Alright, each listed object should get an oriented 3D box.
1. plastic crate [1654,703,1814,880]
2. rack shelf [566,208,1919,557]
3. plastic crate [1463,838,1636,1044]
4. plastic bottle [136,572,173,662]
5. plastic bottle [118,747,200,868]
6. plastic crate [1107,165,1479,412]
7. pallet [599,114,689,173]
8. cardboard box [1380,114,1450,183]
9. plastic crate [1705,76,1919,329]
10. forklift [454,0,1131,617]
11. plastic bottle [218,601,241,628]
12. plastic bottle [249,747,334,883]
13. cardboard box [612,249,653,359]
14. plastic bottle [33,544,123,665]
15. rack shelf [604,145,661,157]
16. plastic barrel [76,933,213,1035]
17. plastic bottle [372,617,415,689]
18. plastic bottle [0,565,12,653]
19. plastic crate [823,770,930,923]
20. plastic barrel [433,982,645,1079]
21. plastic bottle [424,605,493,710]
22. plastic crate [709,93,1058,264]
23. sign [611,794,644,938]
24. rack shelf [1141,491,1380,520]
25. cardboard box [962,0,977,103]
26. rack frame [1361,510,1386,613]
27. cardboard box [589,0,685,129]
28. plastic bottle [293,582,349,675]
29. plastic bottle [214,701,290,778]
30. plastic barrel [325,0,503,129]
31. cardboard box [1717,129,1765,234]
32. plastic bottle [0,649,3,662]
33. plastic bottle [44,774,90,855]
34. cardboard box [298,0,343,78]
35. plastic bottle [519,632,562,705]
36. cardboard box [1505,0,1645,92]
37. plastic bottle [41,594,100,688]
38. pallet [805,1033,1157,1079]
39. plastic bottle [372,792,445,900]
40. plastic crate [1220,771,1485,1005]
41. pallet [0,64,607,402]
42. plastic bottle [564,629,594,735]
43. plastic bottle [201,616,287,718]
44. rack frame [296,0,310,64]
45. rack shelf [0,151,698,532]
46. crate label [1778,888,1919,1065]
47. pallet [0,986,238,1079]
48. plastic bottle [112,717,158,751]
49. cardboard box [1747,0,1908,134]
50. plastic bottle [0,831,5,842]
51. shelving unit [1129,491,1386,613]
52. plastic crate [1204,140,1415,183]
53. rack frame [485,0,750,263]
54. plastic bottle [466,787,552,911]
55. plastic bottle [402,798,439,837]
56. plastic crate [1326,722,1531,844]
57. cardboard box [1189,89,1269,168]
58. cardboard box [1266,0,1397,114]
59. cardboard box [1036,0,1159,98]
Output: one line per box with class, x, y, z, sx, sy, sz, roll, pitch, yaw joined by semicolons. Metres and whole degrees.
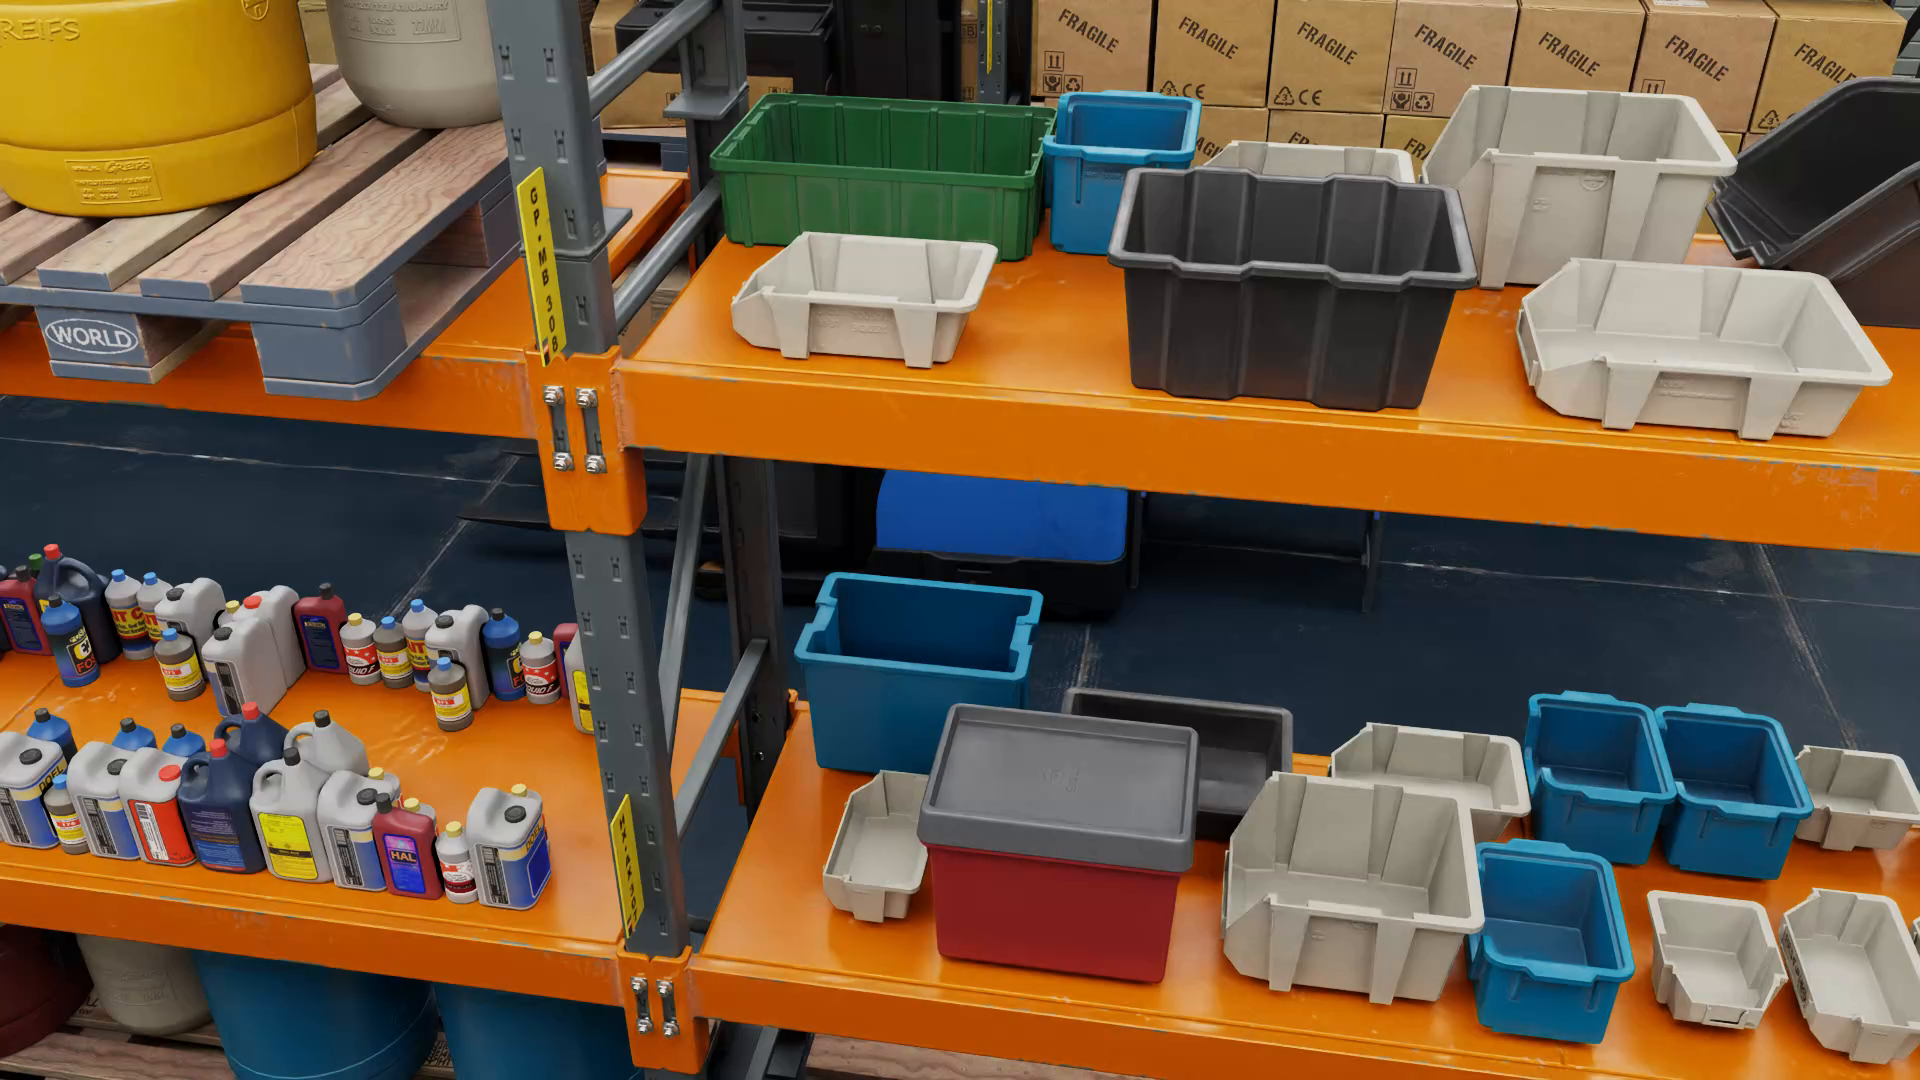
plastic crate;1.843;0.618;4.036;0.300;0.233;0.416;5;32;8
rack shelf;1.358;-0.260;3.190;4.000;0.370;1.077;5;32;8
plastic crate;1.262;0.881;3.617;0.300;0.233;0.416;5;32;8
plastic bottle;-2.257;0.214;4.703;0.097;0.271;0.097;0;32;0
plastic bottle;-1.914;0.636;4.023;0.135;0.276;0.152;5;32;8
plastic crate;0.564;-0.434;2.912;0.590;0.269;0.497;5;32;8
pallet;-1.802;-2.167;8.566;1.213;0.211;1.003;5;32;8
cardboard box;2.179;-1.783;7.676;0.500;0.500;0.500;5;32;8
plastic crate;1.869;-0.641;3.178;0.767;0.338;0.504;5;32;8
forklift;-0.744;-1.244;6.975;3.031;2.935;1.130;4;32;6
plastic bottle;-2.029;0.264;4.688;0.097;0.201;0.097;0;32;0
plastic bottle;-1.575;0.638;3.951;0.185;0.351;0.144;5;32;8
cardboard box;-1.793;-1.221;8.816;0.500;0.500;0.500;4;32;7
plastic bottle;-2.496;0.171;4.696;0.185;0.351;0.144;5;32;8
rack shelf;-1.748;-1.936;8.694;4.000;0.370;1.077;5;32;8
plastic barrel;-2.387;1.186;4.977;0.421;0.512;0.421;0;32;0
plastic bottle;-1.572;0.305;4.622;0.097;0.201;0.097;0;32;0
plastic bottle;-2.810;0.142;4.742;0.185;0.351;0.144;5;32;8
plastic crate;-0.179;0.730;3.948;0.243;0.136;0.396;5;32;8
plastic barrel;-1.147;1.182;4.617;0.708;0.901;0.600;5;32;8
plastic bottle;-1.367;0.307;4.549;0.135;0.276;0.152;5;32;8
plastic crate;-0.145;-0.774;3.532;0.662;0.188;0.450;5;32;8
sign;-0.708;0.698;3.547;0.005;0.325;0.100;5;32;8
rack shelf;1.316;-0.346;7.228;1.000;0.185;0.538;6;33;9
cardboard box;-0.206;-2.442;8.335;0.500;0.500;0.700;-5;32;-8
rack frame;1.816;-0.448;7.052;0.032;1.500;0.500;6;33;9
cardboard box;-1.529;-2.408;8.281;0.500;0.500;0.700;-3;32;-4
plastic bottle;-1.779;0.242;4.646;0.133;0.283;0.061;5;32;8
plastic bottle;-1.733;0.546;4.097;0.185;0.351;0.144;5;32;8
plastic barrel;-1.091;-1.158;3.421;0.433;0.535;0.433;0;32;0
cardboard box;3.679;-1.646;7.458;0.500;0.500;0.500;6;33;10
plastic bottle;-2.802;0.227;4.670;0.133;0.283;0.061;5;32;8
plastic bottle;-2.166;0.660;4.056;0.097;0.201;0.097;0;32;0
cardboard box;-3.080;-2.643;8.655;0.500;0.500;0.700;-5;32;-8
plastic bottle;-1.152;0.343;4.562;0.097;0.201;0.097;0;32;0
cardboard box;2.671;-2.156;7.331;0.500;0.500;0.500;6;33;10
plastic bottle;-2.473;0.272;4.610;0.097;0.271;0.097;0;32;0
pallet;0.117;1.755;4.747;1.213;0.211;1.003;5;32;8
plastic bottle;-1.293;0.714;3.892;0.133;0.283;0.061;5;32;8
plastic crate;0.860;0.785;3.724;0.530;0.282;0.437;5;32;8
pallet;-1.403;-0.683;3.364;1.003;0.211;1.213;5;32;8
plastic bottle;-0.946;0.344;4.420;0.185;0.351;0.144;5;32;8
plastic bottle;-1.944;0.337;4.502;0.135;0.276;0.152;5;32;8
rack frame;-3.720;-2.420;8.789;0.127;3.000;1.000;5;32;8
rack shelf;-2.585;-0.617;3.760;4.000;0.370;1.077;5;32;8
crate label;1.933;0.947;3.601;0.243;0.136;0.396;5;32;8
pallet;-2.574;1.511;5.137;1.213;0.211;1.003;5;32;8
plastic bottle;-2.044;0.560;4.150;0.097;0.271;0.097;0;32;0
cardboard box;3.681;-2.068;7.190;0.500;0.500;0.500;5;32;8
plastic bottle;-2.394;0.639;4.089;0.097;0.201;0.097;0;32;0
shelving unit;1.316;-0.499;7.133;1.048;1.500;0.538;6;33;9
plastic crate;0.704;-0.718;3.491;0.466;0.136;0.293;5;32;8
rack frame;-0.614;-2.015;2.488;0.127;3.000;1.000;5;32;8
plastic bottle;-1.057;0.714;3.899;0.135;0.276;0.152;5;32;8
plastic bottle;-1.297;0.706;3.982;0.097;0.201;0.097;0;32;0
plastic crate;1.153;0.612;4.137;0.466;0.136;0.293;5;32;8
cardboard box;1.185;-1.873;7.821;0.500;0.500;0.500;6;32;9
cardboard box;1.656;-2.248;7.477;0.500;0.500;0.500;4;32;7
cardboard box;0.640;-2.340;7.624;0.500;0.500;0.500;6;33;9
